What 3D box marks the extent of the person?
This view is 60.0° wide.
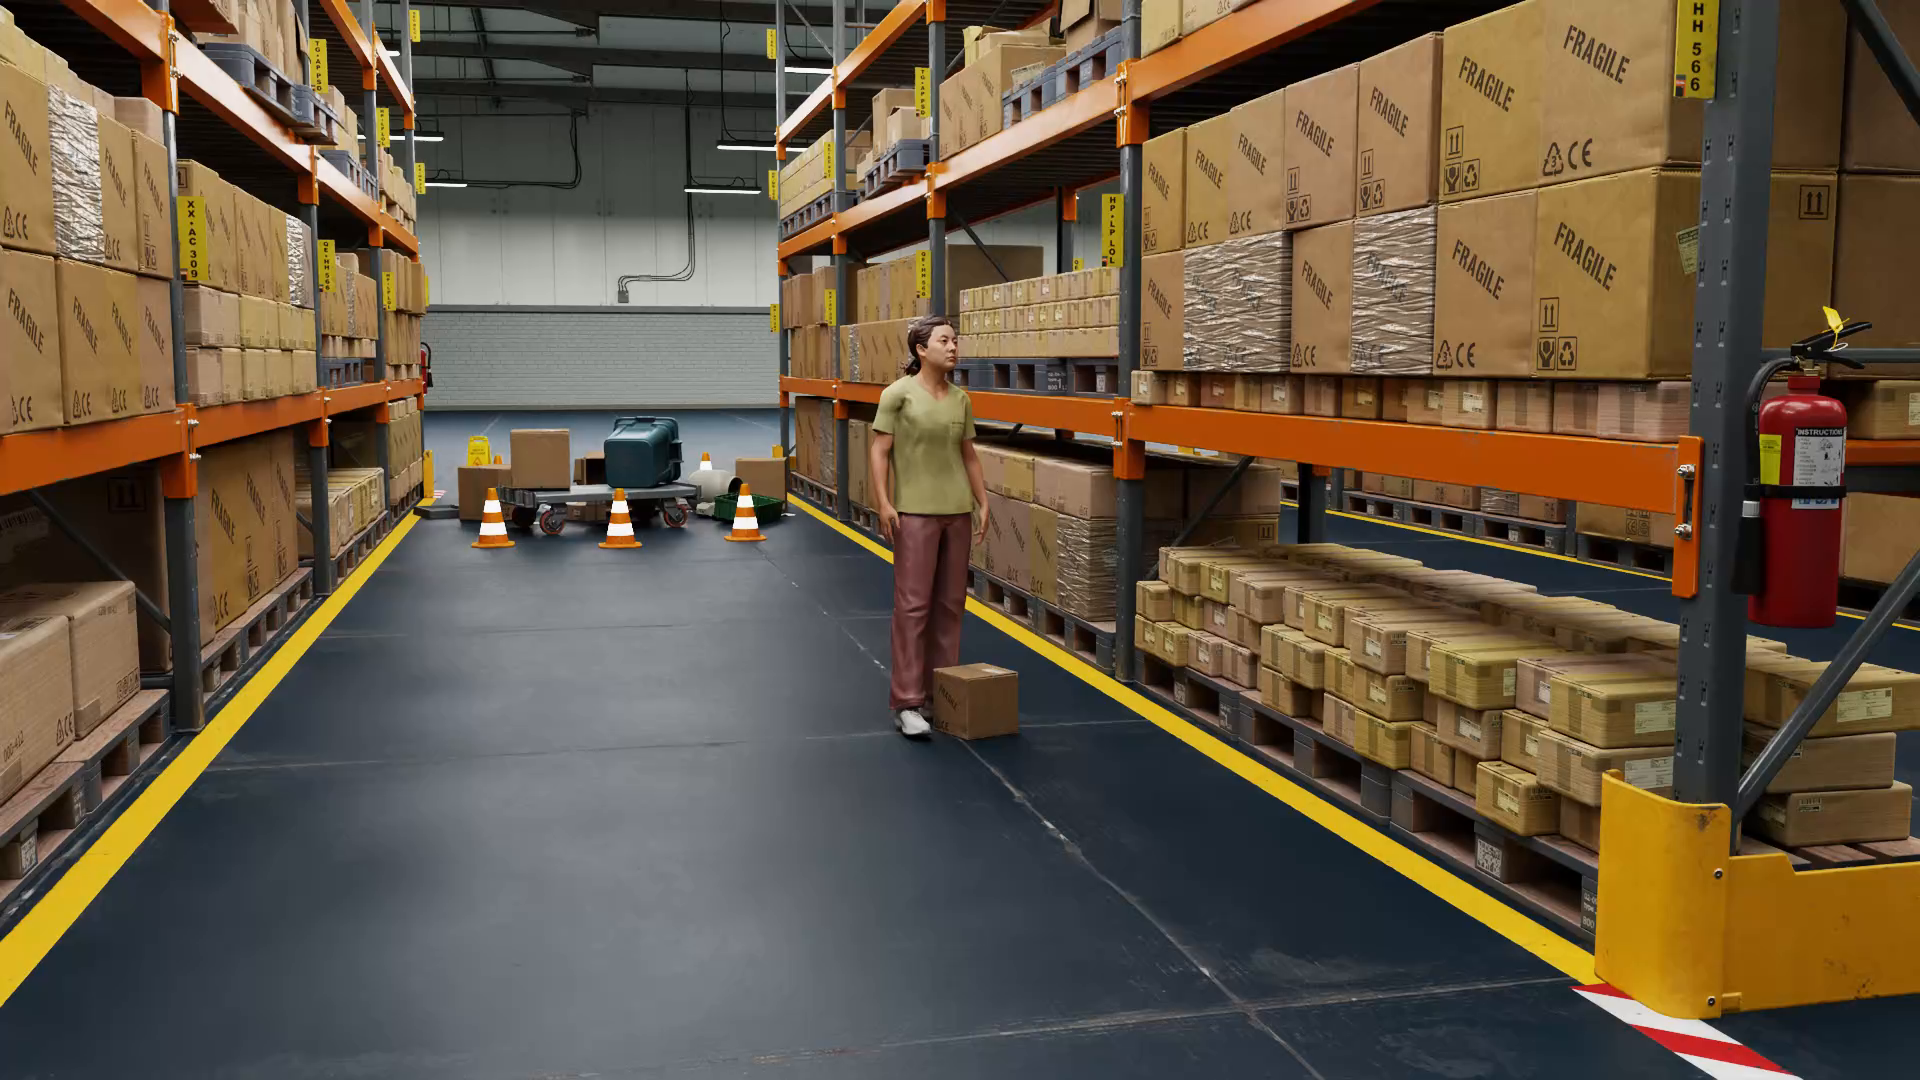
[{"bbox_3d":[-0.075,-0.074,6.812,0.553,1.660,0.527,-4,7,-32],"label":"person"}]
